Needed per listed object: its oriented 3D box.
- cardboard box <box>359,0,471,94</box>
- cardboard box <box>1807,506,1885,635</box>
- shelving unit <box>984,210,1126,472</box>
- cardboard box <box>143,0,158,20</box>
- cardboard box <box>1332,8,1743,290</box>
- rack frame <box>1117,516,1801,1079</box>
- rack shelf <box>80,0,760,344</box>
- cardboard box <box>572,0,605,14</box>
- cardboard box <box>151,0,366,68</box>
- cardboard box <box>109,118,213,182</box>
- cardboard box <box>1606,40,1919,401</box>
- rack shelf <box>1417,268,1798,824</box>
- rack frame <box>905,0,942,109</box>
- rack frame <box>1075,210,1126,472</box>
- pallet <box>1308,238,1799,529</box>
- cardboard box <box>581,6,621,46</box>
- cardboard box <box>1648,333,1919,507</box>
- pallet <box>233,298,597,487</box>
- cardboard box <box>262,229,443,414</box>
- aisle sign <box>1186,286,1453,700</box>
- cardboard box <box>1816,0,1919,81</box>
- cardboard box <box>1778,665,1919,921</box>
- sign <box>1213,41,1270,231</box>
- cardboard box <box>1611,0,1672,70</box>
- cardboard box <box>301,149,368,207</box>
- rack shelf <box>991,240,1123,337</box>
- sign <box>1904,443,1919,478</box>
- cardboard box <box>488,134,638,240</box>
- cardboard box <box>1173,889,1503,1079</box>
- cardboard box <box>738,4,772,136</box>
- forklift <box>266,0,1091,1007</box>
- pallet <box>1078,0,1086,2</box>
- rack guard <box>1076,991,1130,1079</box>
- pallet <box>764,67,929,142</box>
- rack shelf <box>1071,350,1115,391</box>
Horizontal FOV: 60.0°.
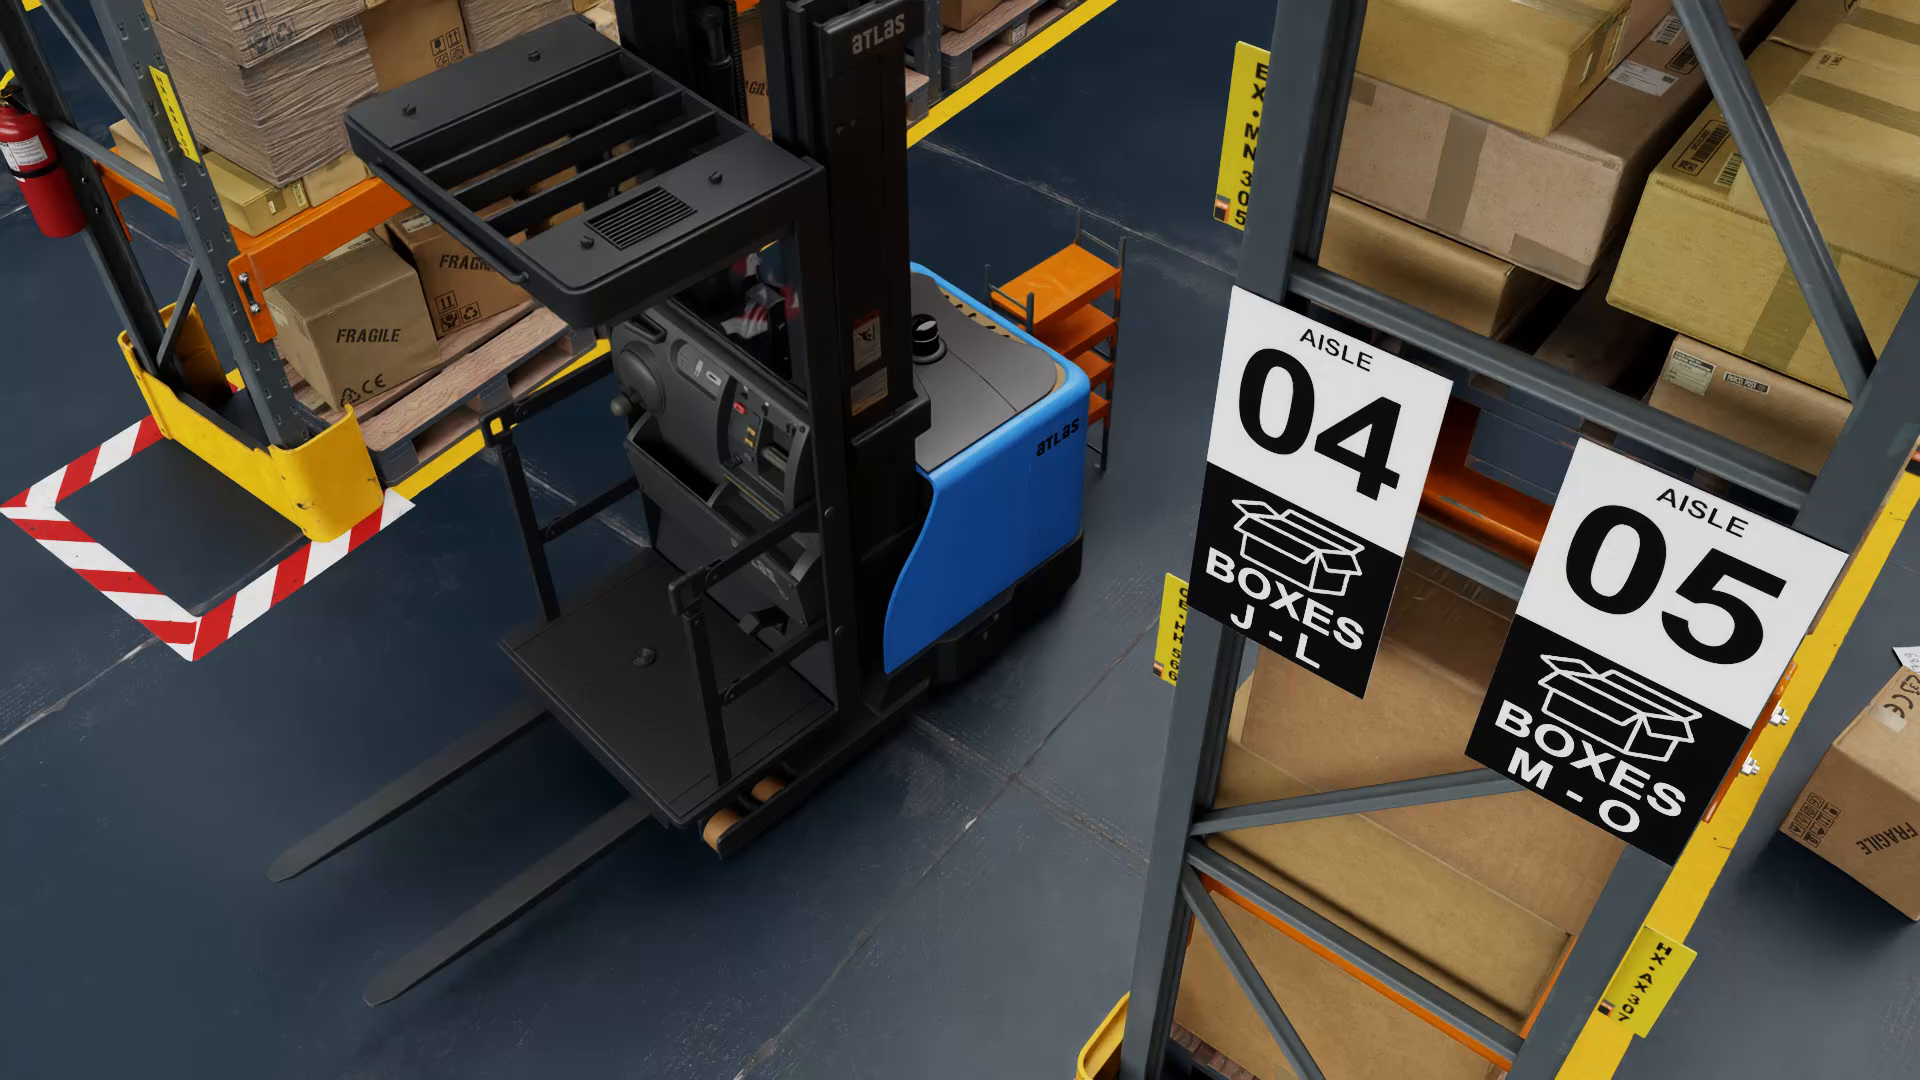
[{"bbox_3d":[-2.409,-2.098,6.405,0.875,0.500,0.500,29,53,25],"label":"cardboard box"},{"bbox_3d":[1.856,-0.304,4.116,0.875,0.550,0.550,29,53,25],"label":"cardboard box"},{"bbox_3d":[0.353,-0.646,6.537,0.503,1.200,0.258,-35,55,-29],"label":"shelving unit"},{"bbox_3d":[-2.837,-2.226,5.835,0.500,0.500,0.500,29,53,25],"label":"cardboard box"},{"bbox_3d":[0.964,-0.739,2.845,0.500,0.250,0.500,30,53,25],"label":"cardboard box"},{"bbox_3d":[0.886,0.932,3.786,1.000,3.000,0.127,29,53,25],"label":"rack frame"},{"bbox_3d":[-1.755,-2.215,7.289,1.077,0.370,4.000,29,53,25],"label":"rack shelf"},{"bbox_3d":[-1.754,-2.646,6.928,0.875,0.500,0.500,29,53,25],"label":"cardboard box"},{"bbox_3d":[-2.426,-1.996,5.616,0.500,0.500,0.500,29,53,25],"label":"cardboard box"},{"bbox_3d":[-2.967,-1.487,6.269,0.380,0.149,0.250,29,53,25],"label":"cardboard box"},{"bbox_3d":[1.384,-0.498,2.615,0.500,0.250,0.500,29,53,25],"label":"cardboard box"},{"bbox_3d":[2.108,-1.000,4.054,1.077,0.370,4.000,29,53,25],"label":"rack shelf"},{"bbox_3d":[-0.532,-3.608,8.122,1.000,3.000,0.127,29,53,25],"label":"rack frame"},{"bbox_3d":[0.529,-0.768,6.654,0.015,1.200,0.240,-35,55,-29],"label":"rack frame"},{"bbox_3d":[1.331,-0.503,3.143,1.003,0.211,1.213,29,53,25],"label":"pallet"},{"bbox_3d":[-1.621,-2.105,6.860,0.380,0.149,0.250,29,53,25],"label":"cardboard box"},{"bbox_3d":[1.349,-0.252,2.656,0.380,0.149,0.250,30,53,25],"label":"cardboard box"},{"bbox_3d":[-2.406,-0.848,7.415,1.003,0.211,1.213,29,53,25],"label":"pallet"},{"bbox_3d":[-2.583,-0.950,7.022,0.500,0.500,0.500,-33,54,-27],"label":"cardboard box"},{"bbox_3d":[0.605,-0.058,2.934,0.394,0.787,0.004,29,53,25],"label":"aisle sign"},{"bbox_3d":[1.496,-0.666,2.500,0.380,0.149,0.250,29,53,25],"label":"cardboard box"},{"bbox_3d":[3.194,0.847,5.593,0.500,0.500,0.500,-33,55,-28],"label":"cardboard box"},{"bbox_3d":[0.465,-0.631,2.646,0.100,0.325,0.005,29,53,25],"label":"sign"},{"bbox_3d":[0.977,-0.958,2.779,0.380,0.149,0.250,29,53,25],"label":"cardboard box"},{"bbox_3d":[-2.447,-1.424,6.210,0.380,0.149,0.250,29,53,25],"label":"cardboard box"},{"bbox_3d":[0.353,-0.917,6.253,0.480,0.148,0.258,-35,55,-29],"label":"rack shelf"},{"bbox_3d":[1.321,-0.185,2.119,0.100,0.325,0.005,29,53,25],"label":"sign"},{"bbox_3d":[-1.846,-1.658,7.697,0.500,0.500,0.500,34,55,28],"label":"cardboard box"},{"bbox_3d":[1.248,1.103,4.801,0.875,0.875,0.875,29,53,25],"label":"cardboard box"},{"bbox_3d":[-1.152,-2.347,8.356,0.500,0.500,0.500,-26,52,-23],"label":"cardboard box"},{"bbox_3d":[-0.937,-0.363,5.070,3.031,2.935,1.130,-35,55,-29],"label":"forklift"},{"bbox_3d":[0.688,-3.792,10.226,1.003,0.211,1.213,29,53,25],"label":"pallet"},{"bbox_3d":[0.871,1.809,4.676,1.175,0.500,0.348,29,53,25],"label":"rack guard"},{"bbox_3d":[-0.915,-2.245,8.748,1.003,0.211,1.213,29,53,25],"label":"pallet"},{"bbox_3d":[0.353,-0.599,6.586,0.480,0.148,0.258,-35,55,-29],"label":"rack shelf"}]
